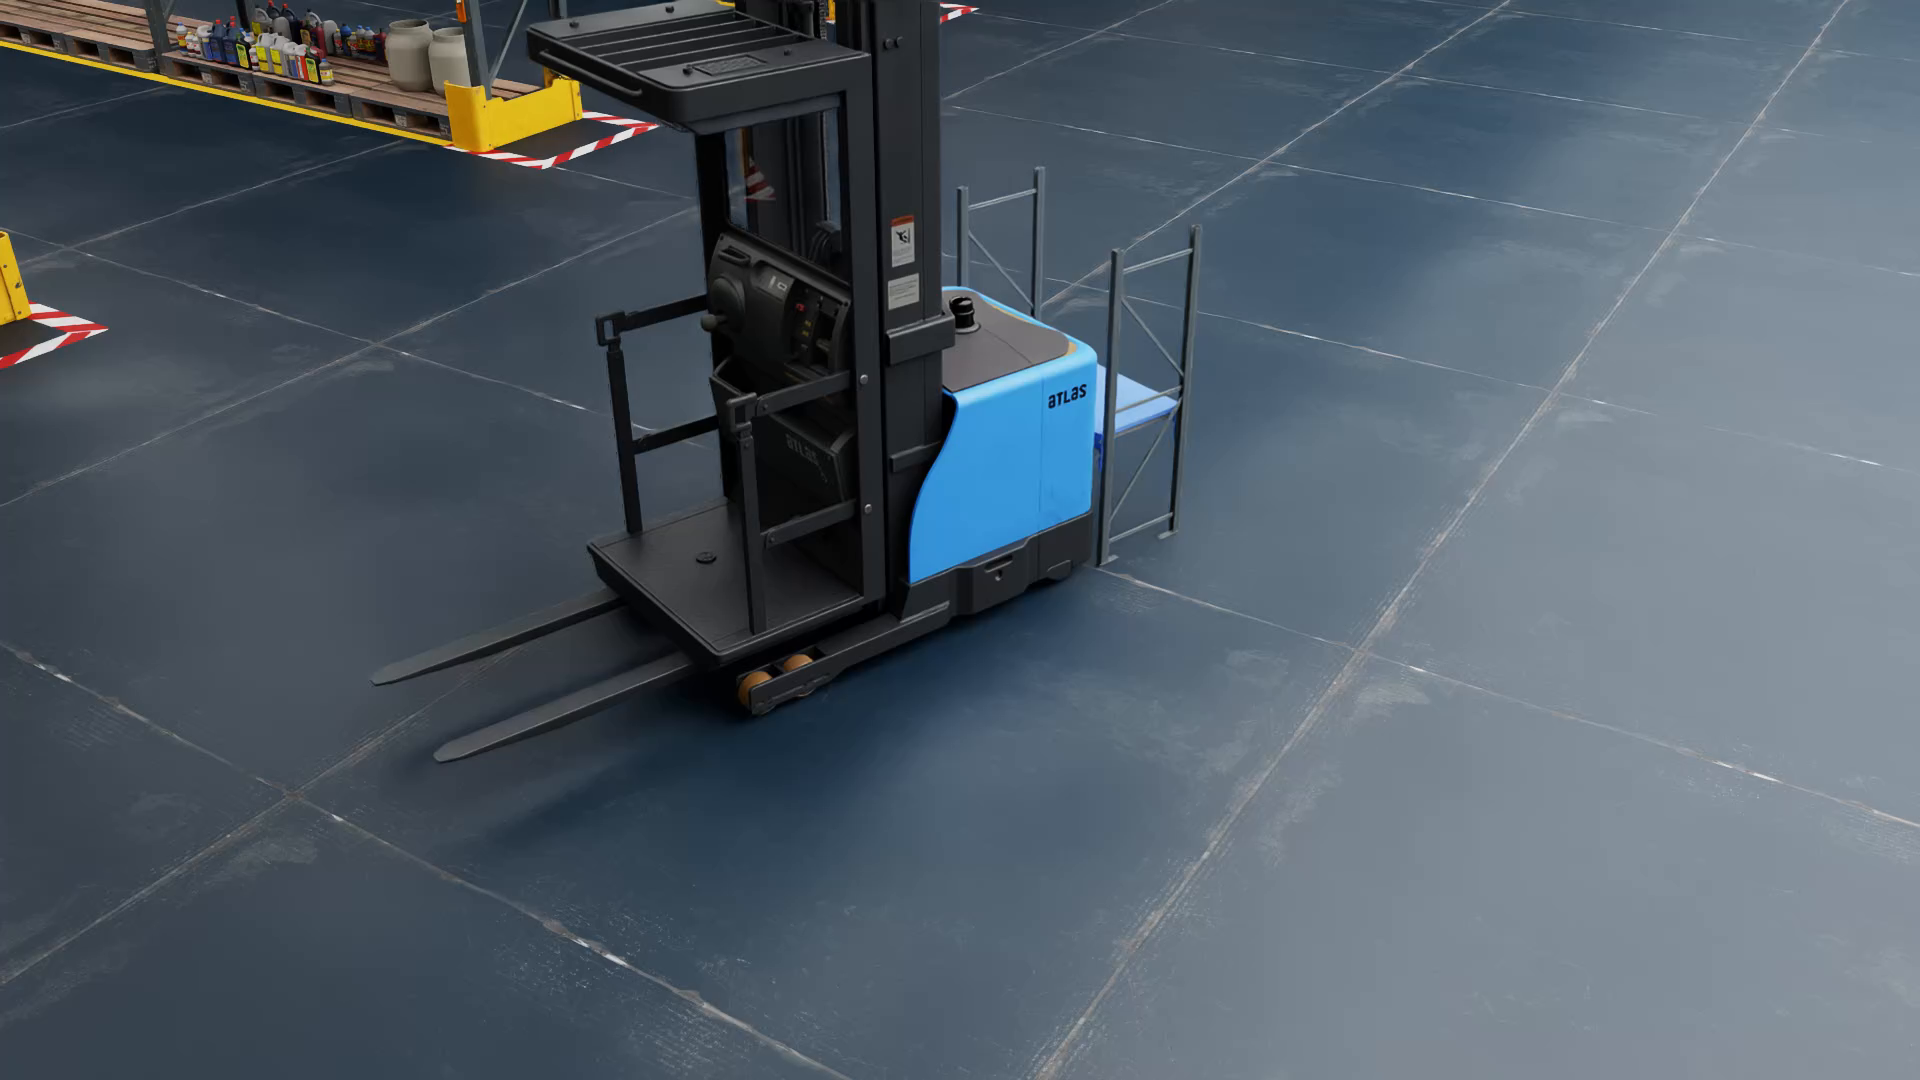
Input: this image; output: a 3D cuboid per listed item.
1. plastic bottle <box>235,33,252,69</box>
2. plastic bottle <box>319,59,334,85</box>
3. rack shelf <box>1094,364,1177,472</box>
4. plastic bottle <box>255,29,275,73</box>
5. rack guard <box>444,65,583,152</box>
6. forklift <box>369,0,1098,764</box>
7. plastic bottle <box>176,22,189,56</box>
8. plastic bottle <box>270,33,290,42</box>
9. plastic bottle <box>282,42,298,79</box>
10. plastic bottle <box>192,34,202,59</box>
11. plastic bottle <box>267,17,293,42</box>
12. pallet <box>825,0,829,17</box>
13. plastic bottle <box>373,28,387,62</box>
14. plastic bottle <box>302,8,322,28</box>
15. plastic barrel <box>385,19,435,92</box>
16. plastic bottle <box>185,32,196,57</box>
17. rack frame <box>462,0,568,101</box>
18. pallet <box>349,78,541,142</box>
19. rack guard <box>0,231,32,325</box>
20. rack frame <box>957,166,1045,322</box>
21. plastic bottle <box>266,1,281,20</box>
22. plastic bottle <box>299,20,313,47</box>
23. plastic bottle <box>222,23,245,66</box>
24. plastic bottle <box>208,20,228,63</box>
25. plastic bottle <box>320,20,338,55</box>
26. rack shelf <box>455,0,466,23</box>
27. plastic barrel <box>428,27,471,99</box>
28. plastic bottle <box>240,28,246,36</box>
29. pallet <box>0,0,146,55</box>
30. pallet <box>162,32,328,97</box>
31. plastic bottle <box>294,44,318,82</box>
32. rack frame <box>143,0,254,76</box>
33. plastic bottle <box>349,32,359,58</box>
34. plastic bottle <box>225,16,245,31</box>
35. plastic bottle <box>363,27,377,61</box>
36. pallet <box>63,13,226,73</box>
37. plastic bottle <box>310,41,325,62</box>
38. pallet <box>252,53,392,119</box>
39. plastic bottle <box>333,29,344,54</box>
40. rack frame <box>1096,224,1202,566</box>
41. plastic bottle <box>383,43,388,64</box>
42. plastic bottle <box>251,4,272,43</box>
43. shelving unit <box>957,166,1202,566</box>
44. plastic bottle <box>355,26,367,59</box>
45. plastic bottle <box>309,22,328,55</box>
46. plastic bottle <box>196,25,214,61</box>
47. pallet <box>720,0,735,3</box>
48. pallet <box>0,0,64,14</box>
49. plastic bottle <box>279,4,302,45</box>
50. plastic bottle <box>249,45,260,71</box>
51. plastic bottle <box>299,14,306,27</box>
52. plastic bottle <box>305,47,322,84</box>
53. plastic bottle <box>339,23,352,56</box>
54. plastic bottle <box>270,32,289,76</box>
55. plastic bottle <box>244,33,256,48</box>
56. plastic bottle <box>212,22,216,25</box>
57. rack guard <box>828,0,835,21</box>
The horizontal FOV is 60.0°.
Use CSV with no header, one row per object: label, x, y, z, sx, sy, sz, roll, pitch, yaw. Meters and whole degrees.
plastic bottle,-6.102,-4.169,14.179,0.133,0.283,0.061,19,35,29
plastic bottle,-5.244,-3.873,13.752,0.097,0.201,0.097,0,30,0
rack shelf,0.508,-0.657,7.745,0.538,0.185,1.000,-22,37,-33
plastic bottle,-5.860,-4.146,14.073,0.185,0.351,0.144,17,34,27
rack guard,-3.544,-3.507,13.266,0.348,0.500,1.175,18,35,27
forklift,-0.876,-0.879,6.348,3.031,2.935,1.130,-22,37,-32
plastic bottle,-6.806,-4.397,14.582,0.097,0.271,0.097,0,30,0
plastic bottle,-5.802,-4.184,14.211,0.135,0.276,0.152,18,35,27
plastic bottle,-5.560,-4.022,13.933,0.135,0.276,0.152,17,34,26
plastic bottle,-6.634,-4.313,14.506,0.097,0.201,0.097,0,30,0
plastic bottle,-6.039,-4.501,14.755,0.135,0.276,0.152,18,35,27
pallet,-1.555,-5.749,17.395,1.213,0.211,1.003,18,35,27
plastic bottle,-5.007,-4.291,14.387,0.133,0.283,0.061,18,35,28
plastic bottle,-5.708,-4.517,14.708,0.185,0.351,0.144,17,34,27
plastic barrel,-4.478,-3.971,13.633,0.421,0.512,0.421,0,30,0
plastic bottle,-6.720,-4.340,14.553,0.097,0.201,0.097,0,30,0
rack frame,-3.455,-4.587,12.635,0.127,3.000,1.000,18,35,27
pallet,-4.230,-3.602,13.716,1.213,0.211,1.003,18,35,27
rack guard,-6.071,-1.387,9.632,0.348,0.500,1.175,18,35,27
rack frame,0.191,-1.013,7.998,0.500,1.500,0.032,-22,37,-33
plastic bottle,-6.144,-4.655,14.944,0.185,0.351,0.144,17,34,26
plastic bottle,-5.741,-4.437,14.638,0.133,0.283,0.061,18,35,27
plastic bottle,-6.220,-4.260,14.268,0.185,0.351,0.144,16,34,25
plastic bottle,-6.380,-4.311,14.355,0.185,0.351,0.144,19,35,29
plastic bottle,-5.573,-4.439,14.649,0.135,0.276,0.152,18,35,28
rack shelf,-5.149,-4.812,13.735,4.000,0.370,1.077,18,35,27
plastic barrel,-4.053,-3.837,13.403,0.421,0.512,0.421,0,30,0
plastic bottle,-6.193,-4.289,14.396,0.097,0.271,0.097,0,30,0
pallet,-8.566,-4.974,16.067,1.213,0.211,1.003,18,35,27
pallet,-6.296,-4.256,14.836,1.213,0.211,1.003,18,35,27
plastic bottle,-5.442,-3.984,13.869,0.135,0.276,0.152,18,35,28
rack frame,-6.843,-5.658,14.472,0.127,3.000,1.000,18,35,27
plastic bottle,-5.284,-4.332,14.539,0.097,0.201,0.097,0,30,0
plastic bottle,-6.303,-4.372,14.460,0.185,0.351,0.144,18,35,27
plastic bottle,-5.115,-4.309,14.430,0.097,0.271,0.097,0,30,0
pallet,-7.529,-4.648,15.507,1.213,0.211,1.003,18,35,27
plastic bottle,-5.386,-4.033,13.946,0.133,0.283,0.061,18,35,27
pallet,-5.259,-3.930,14.276,1.213,0.211,1.003,18,35,27
plastic bottle,-5.458,-4.387,14.633,0.097,0.201,0.097,0,30,0
rack frame,0.825,-0.612,7.311,0.500,1.500,0.032,-22,37,-33
plastic bottle,-4.913,-4.214,14.338,0.097,0.201,0.097,0,30,0
plastic bottle,-6.221,-4.593,14.838,0.185,0.351,0.144,18,35,27
shelving unit,0.508,-0.813,7.655,0.538,1.500,1.048,-22,37,-33
plastic bottle,-5.200,-4.336,14.476,0.097,0.271,0.097,0,30,0
plastic bottle,-5.629,-4.397,14.569,0.133,0.283,0.061,18,35,27
plastic bottle,-6.518,-4.324,14.452,0.135,0.276,0.152,19,35,29
pallet,-2.585,-6.076,17.956,1.213,0.211,1.003,18,35,27
pallet,-9.595,-5.301,16.628,1.213,0.211,1.003,18,35,27
plastic bottle,-5.982,-4.603,14.856,0.185,0.351,0.144,16,34,25
plastic bottle,-5.993,-4.110,14.158,0.097,0.201,0.097,0,30,0
plastic bottle,-5.822,-4.548,14.828,0.133,0.283,0.061,20,36,31
plastic bottle,-5.352,-3.932,13.772,0.133,0.283,0.061,18,35,29
plastic bottle,-5.372,-4.390,14.569,0.097,0.271,0.097,0,30,0
plastic bottle,-5.702,-4.096,13.987,0.185,0.351,0.144,19,35,29
plastic bottle,-6.075,-4.202,14.248,0.097,0.271,0.097,0,30,0
plastic bottle,-6.462,-4.373,14.529,0.133,0.283,0.061,18,35,27
rack guard,-0.886,-5.641,16.924,0.348,0.500,1.175,18,35,27
